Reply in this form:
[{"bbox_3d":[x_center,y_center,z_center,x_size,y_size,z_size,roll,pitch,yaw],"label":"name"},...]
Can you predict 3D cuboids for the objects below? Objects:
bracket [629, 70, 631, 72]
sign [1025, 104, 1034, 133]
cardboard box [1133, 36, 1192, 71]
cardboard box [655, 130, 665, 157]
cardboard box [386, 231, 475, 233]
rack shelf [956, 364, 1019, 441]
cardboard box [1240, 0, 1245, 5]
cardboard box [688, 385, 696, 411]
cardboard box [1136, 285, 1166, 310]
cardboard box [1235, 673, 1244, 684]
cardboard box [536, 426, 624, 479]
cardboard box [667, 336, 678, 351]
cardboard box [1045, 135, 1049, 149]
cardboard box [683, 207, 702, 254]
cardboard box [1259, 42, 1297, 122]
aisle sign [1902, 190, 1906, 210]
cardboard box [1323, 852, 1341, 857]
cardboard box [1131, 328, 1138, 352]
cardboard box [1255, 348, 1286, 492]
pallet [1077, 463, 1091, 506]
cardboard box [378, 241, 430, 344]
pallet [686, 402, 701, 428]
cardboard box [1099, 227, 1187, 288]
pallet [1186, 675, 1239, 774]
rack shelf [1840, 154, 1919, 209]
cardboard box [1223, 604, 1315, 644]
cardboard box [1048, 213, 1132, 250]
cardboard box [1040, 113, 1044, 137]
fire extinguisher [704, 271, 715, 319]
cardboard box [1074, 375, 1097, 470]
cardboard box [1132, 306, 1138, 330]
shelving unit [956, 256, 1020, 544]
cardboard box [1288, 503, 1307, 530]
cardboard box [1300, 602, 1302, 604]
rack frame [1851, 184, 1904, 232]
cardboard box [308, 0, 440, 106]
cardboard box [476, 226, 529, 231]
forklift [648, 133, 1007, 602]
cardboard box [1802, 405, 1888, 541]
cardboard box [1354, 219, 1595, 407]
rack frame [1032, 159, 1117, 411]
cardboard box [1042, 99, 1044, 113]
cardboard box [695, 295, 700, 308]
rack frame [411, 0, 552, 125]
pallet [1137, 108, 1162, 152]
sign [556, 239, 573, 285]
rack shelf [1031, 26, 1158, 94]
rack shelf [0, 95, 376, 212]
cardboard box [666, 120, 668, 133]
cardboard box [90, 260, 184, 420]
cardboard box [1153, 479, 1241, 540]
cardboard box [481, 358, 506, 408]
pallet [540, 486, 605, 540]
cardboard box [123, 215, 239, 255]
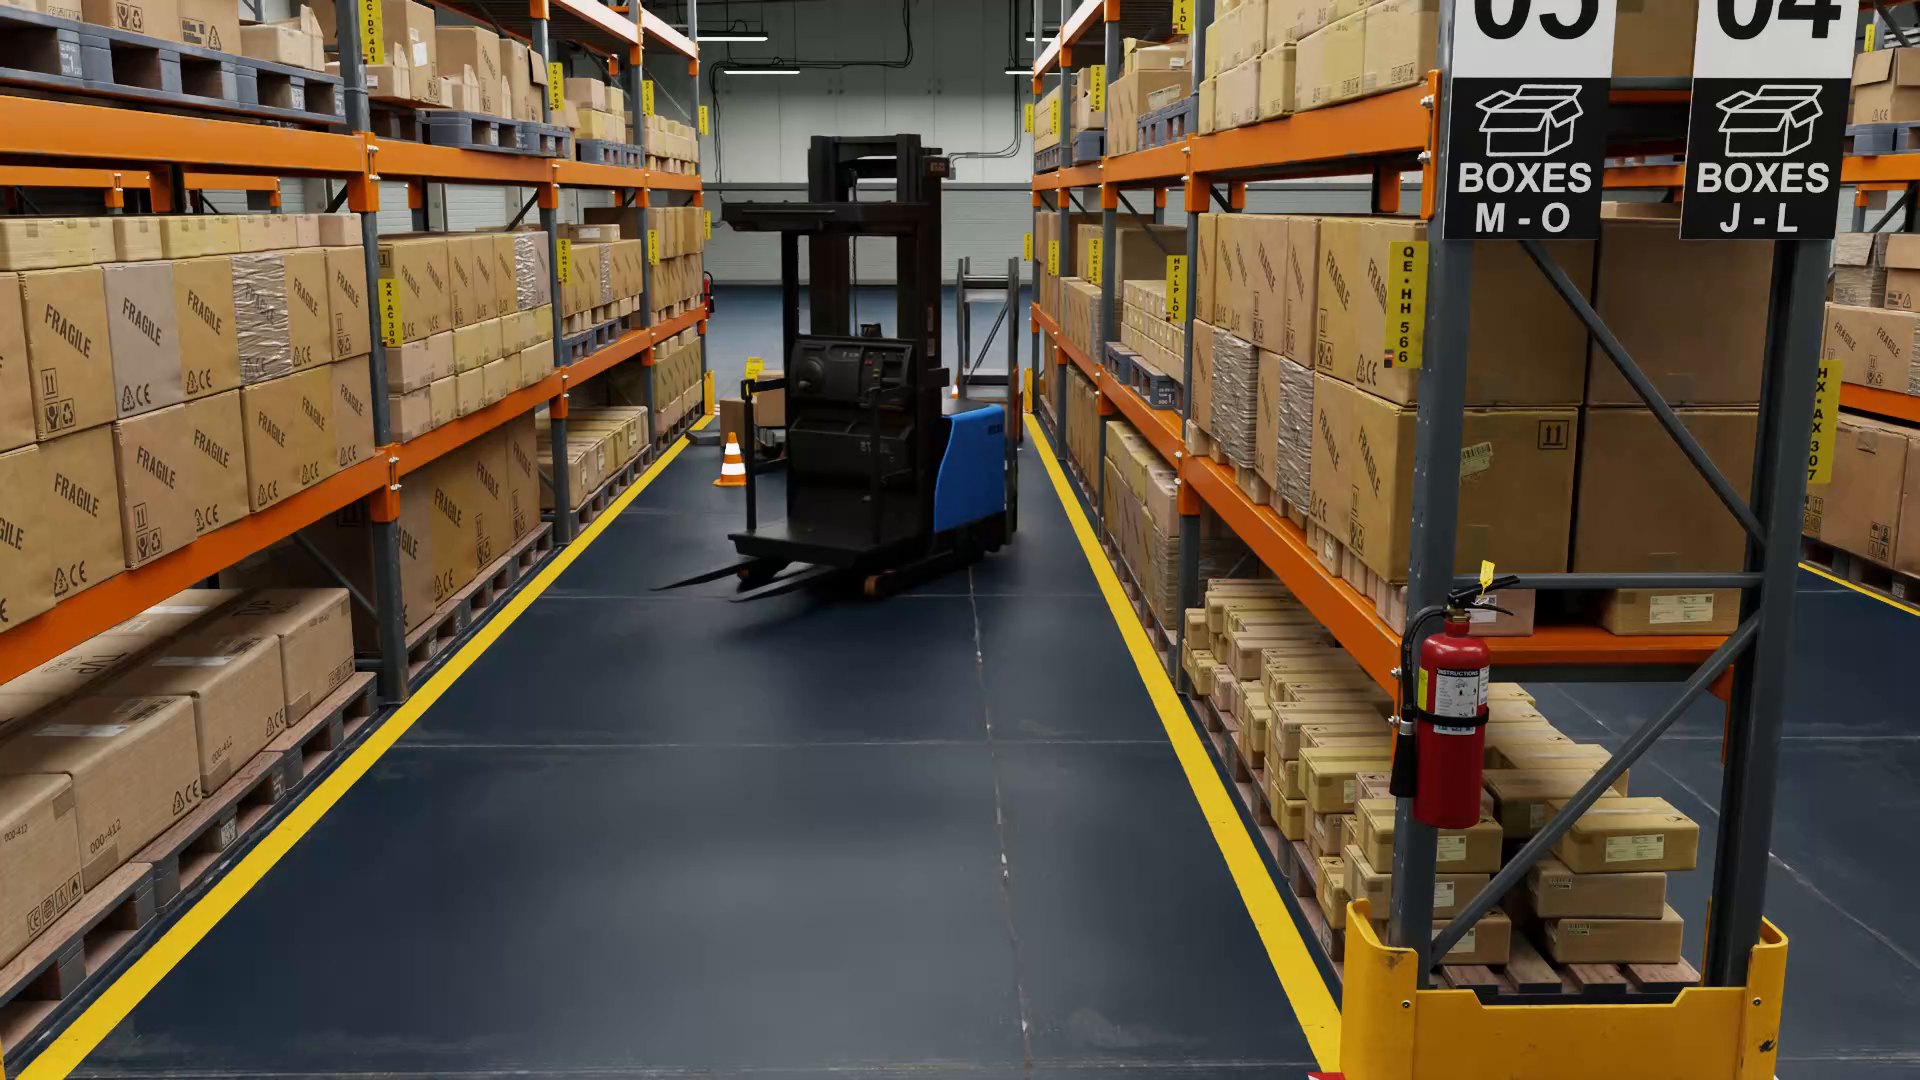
[{"bbox_3d":[-9.729,-13.965,49.710,0.076,0.066,3.189,0,11,-1],"label":"bracket"},{"bbox_3d":[0.823,-5.000,19.718,0.100,0.325,0.005,0,11,-1],"label":"sign"},{"bbox_3d":[1.331,-3.133,10.737,0.396,0.266,0.258,0,11,-1],"label":"cardboard box"},{"bbox_3d":[-3.242,-3.962,16.627,0.500,0.250,0.500,0,11,-2],"label":"cardboard box"},{"bbox_3d":[-3.638,-1.873,11.481,0.500,0.500,0.500,-1,11,-3],"label":"cardboard box"},{"bbox_3d":[0.213,-1.038,12.464,0.431,0.518,0.480,1,12,6],"label":"rack shelf"},{"bbox_3d":[1.384,-2.301,6.928,0.380,0.149,0.250,-1,11,-3],"label":"cardboard box"},{"bbox_3d":[-3.281,-1.619,18.855,0.500,0.250,0.500,0,11,-1],"label":"cardboard box"},{"bbox_3d":[1.373,-1.600,10.982,0.380,0.149,0.250,-1,11,-4],"label":"cardboard box"},{"bbox_3d":[1.452,0.592,7.460,0.380,0.149,0.250,-1,11,-4],"label":"cardboard box"},{"bbox_3d":[-3.439,-0.761,14.318,0.950,0.372,0.625,0,11,1],"label":"cardboard box"},{"bbox_3d":[-3.192,-2.071,17.565,0.380,0.149,0.250,0,11,2],"label":"cardboard box"},{"bbox_3d":[1.101,-4.245,17.718,0.380,0.149,0.250,0,11,-1],"label":"cardboard box"},{"bbox_3d":[-3.224,-3.406,18.289,0.700,0.500,0.500,0,11,-2],"label":"cardboard box"},{"bbox_3d":[1.389,-1.675,6.103,0.500,0.250,0.500,0,11,1],"label":"cardboard box"},{"bbox_3d":[11.586,-4.374,20.036,0.394,0.787,0.004,0,11,-1],"label":"aisle sign"},{"bbox_3d":[1.463,1.101,5.703,0.380,0.149,0.250,0,11,-1],"label":"cardboard box"},{"bbox_3d":[1.362,-1.359,11.291,0.380,0.149,0.250,0,11,2],"label":"cardboard box"},{"bbox_3d":[1.416,-0.469,6.325,0.500,0.500,0.500,0,11,2],"label":"cardboard box"},{"bbox_3d":[1.580,-0.506,14.522,1.003,0.211,1.213,0,11,-1],"label":"pallet"},{"bbox_3d":[-3.043,-1.266,8.487,0.500,0.500,0.500,0,11,0],"label":"cardboard box"},{"bbox_3d":[-3.586,-1.480,19.323,1.003,0.211,1.213,0,11,-1],"label":"pallet"},{"bbox_3d":[1.519,-2.304,13.607,0.700,0.500,0.500,0,11,-2],"label":"cardboard box"},{"bbox_3d":[1.675,0.822,7.979,1.003,0.211,1.213,0,11,-1],"label":"pallet"},{"bbox_3d":[6.546,-2.194,10.093,1.077,0.370,4.000,0,11,-1],"label":"rack shelf"},{"bbox_3d":[1.427,0.396,7.682,0.380,0.149,0.250,0,11,-2],"label":"cardboard box"},{"bbox_3d":[1.360,-3.054,16.974,0.875,0.550,0.550,0,11,-1],"label":"cardboard box"},{"bbox_3d":[1.154,-4.563,18.282,0.500,0.250,0.500,0,11,-2],"label":"cardboard box"},{"bbox_3d":[-3.111,-3.010,20.047,0.296,0.674,0.183,0,11,-1],"label":"fire extinguisher"},{"bbox_3d":[1.579,-1.057,14.828,1.050,0.750,0.750,0,11,-1],"label":"cardboard box"},{"bbox_3d":[1.369,-1.498,11.227,0.380,0.149,0.250,-1,11,-3],"label":"cardboard box"},{"bbox_3d":[0.213,-1.051,12.461,0.431,2.100,0.503,1,12,6],"label":"shelving unit"},{"bbox_3d":[1.459,-0.133,6.302,0.380,0.149,0.250,0,11,0],"label":"cardboard box"},{"bbox_3d":[1.893,0.291,8.198,0.380,0.149,0.250,0,11,0],"label":"cardboard box"},{"bbox_3d":[11.291,-3.084,20.218,1.000,3.000,0.127,0,11,-1],"label":"rack frame"},{"bbox_3d":[-3.049,-2.539,8.679,0.500,0.500,0.500,0,11,-2],"label":"cardboard box"},{"bbox_3d":[-3.720,-2.476,13.530,0.380,0.149,0.250,-1,11,-4],"label":"cardboard box"},{"bbox_3d":[-0.833,-1.154,10.875,1.130,2.935,3.031,7,13,29],"label":"forklift"},{"bbox_3d":[6.498,-0.501,11.772,1.225,0.875,0.875,-1,11,-4],"label":"cardboard box"},{"bbox_3d":[1.450,-0.658,4.744,0.500,0.500,0.500,0,11,-2],"label":"cardboard box"},{"bbox_3d":[1.378,-3.064,20.117,1.000,3.000,0.127,0,11,-1],"label":"rack frame"},{"bbox_3d":[1.092,-4.736,18.133,0.380,0.149,0.250,0,11,-2],"label":"cardboard box"},{"bbox_3d":[-3.231,-2.777,19.334,0.380,0.149,0.250,0,11,-2],"label":"cardboard box"},{"bbox_3d":[-3.404,-4.373,11.482,1.000,3.000,0.127,0,11,-1],"label":"rack frame"},{"bbox_3d":[1.695,-2.386,9.702,1.213,0.211,1.003,0,11,-1],"label":"pallet"},{"bbox_3d":[-2.849,-2.003,11.978,0.100,0.325,0.005,0,11,-1],"label":"sign"},{"bbox_3d":[1.419,-5.058,17.672,1.077,0.370,4.000,0,11,-1],"label":"rack shelf"},{"bbox_3d":[-3.280,-1.358,5.973,1.077,0.370,4.000,0,11,-1],"label":"rack shelf"},{"bbox_3d":[-3.281,-4.339,17.482,0.380,0.149,0.250,0,11,0],"label":"cardboard box"},{"bbox_3d":[-3.000,-0.683,5.617,0.500,0.500,0.500,0,11,-2],"label":"cardboard box"},{"bbox_3d":[1.358,-0.174,9.216,0.500,0.250,0.500,-1,11,-3],"label":"cardboard box"},{"bbox_3d":[-3.074,-0.957,10.110,0.500,0.250,0.500,0,11,-2],"label":"cardboard box"},{"bbox_3d":[-3.418,-0.222,13.122,1.003,0.211,1.213,0,11,-1],"label":"pallet"},{"bbox_3d":[-3.033,-1.181,6.436,0.380,0.149,0.250,0,11,-2],"label":"cardboard box"}]
